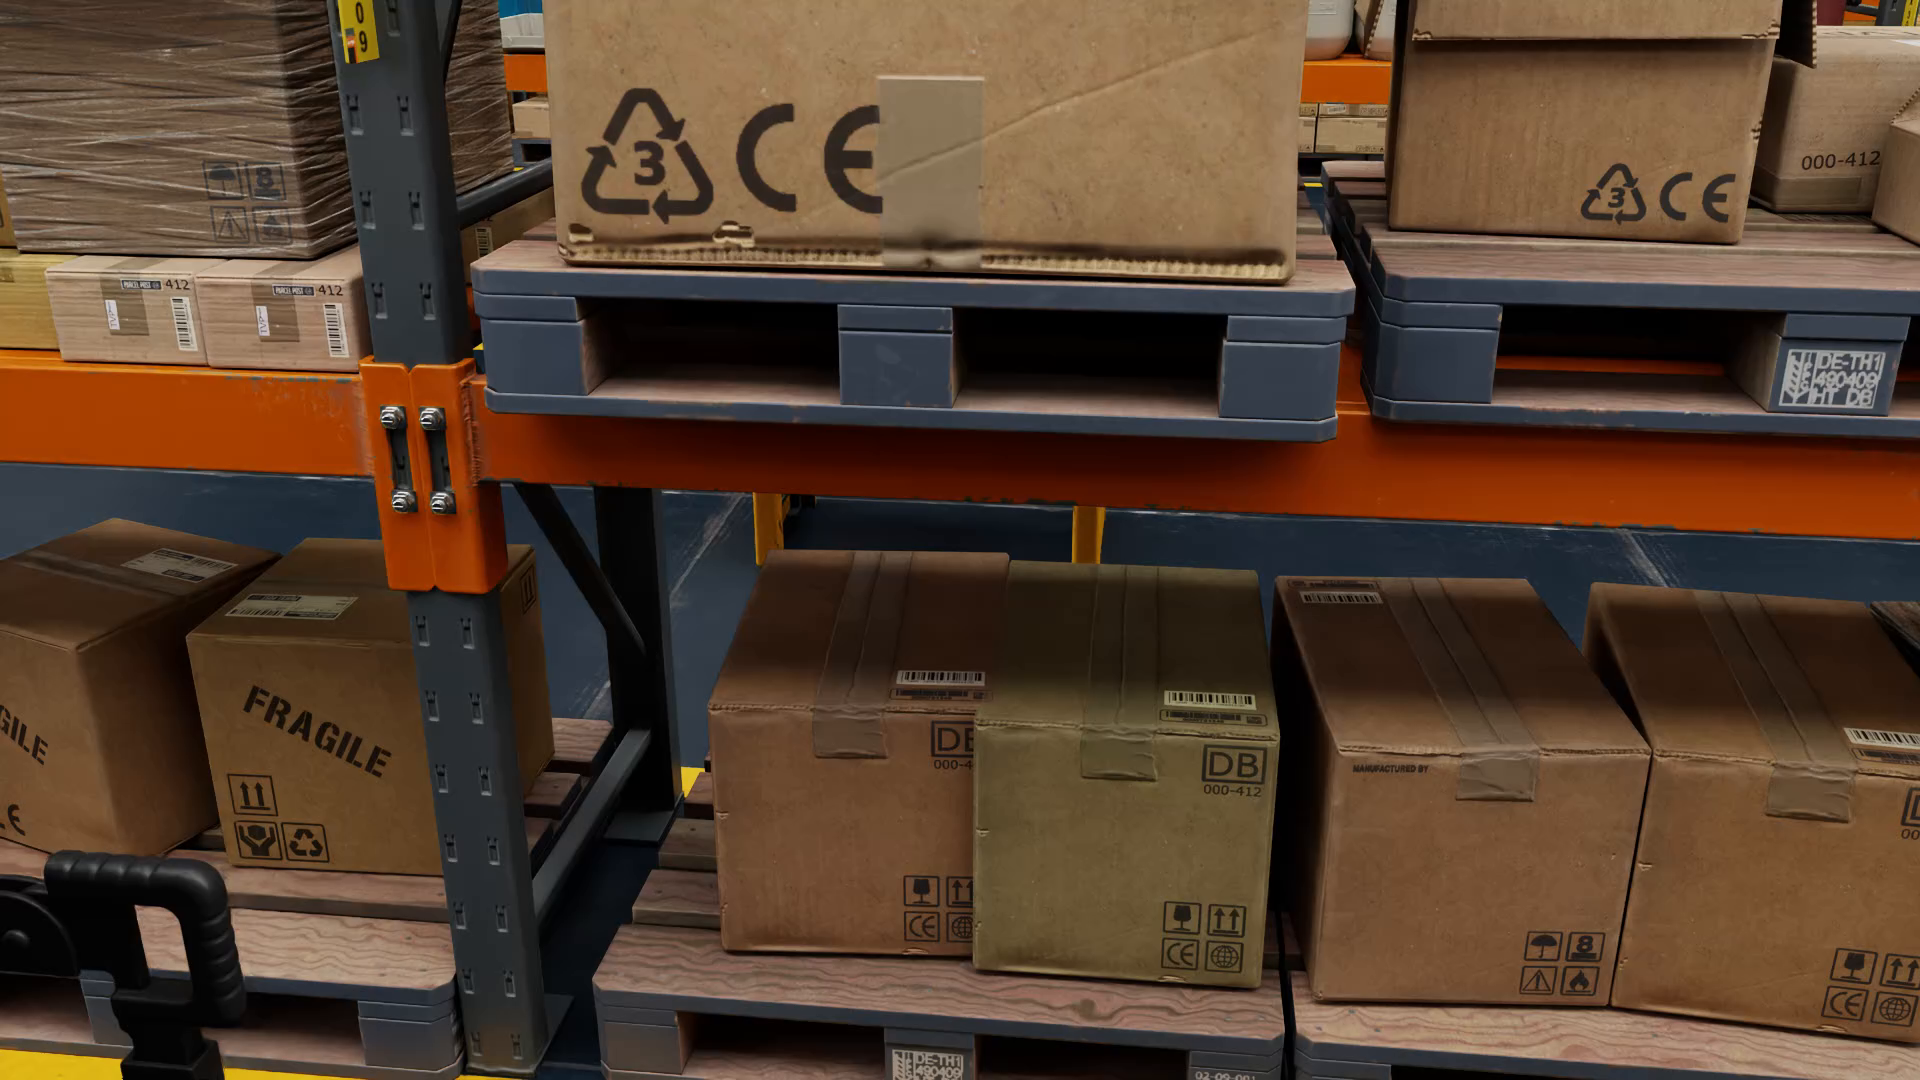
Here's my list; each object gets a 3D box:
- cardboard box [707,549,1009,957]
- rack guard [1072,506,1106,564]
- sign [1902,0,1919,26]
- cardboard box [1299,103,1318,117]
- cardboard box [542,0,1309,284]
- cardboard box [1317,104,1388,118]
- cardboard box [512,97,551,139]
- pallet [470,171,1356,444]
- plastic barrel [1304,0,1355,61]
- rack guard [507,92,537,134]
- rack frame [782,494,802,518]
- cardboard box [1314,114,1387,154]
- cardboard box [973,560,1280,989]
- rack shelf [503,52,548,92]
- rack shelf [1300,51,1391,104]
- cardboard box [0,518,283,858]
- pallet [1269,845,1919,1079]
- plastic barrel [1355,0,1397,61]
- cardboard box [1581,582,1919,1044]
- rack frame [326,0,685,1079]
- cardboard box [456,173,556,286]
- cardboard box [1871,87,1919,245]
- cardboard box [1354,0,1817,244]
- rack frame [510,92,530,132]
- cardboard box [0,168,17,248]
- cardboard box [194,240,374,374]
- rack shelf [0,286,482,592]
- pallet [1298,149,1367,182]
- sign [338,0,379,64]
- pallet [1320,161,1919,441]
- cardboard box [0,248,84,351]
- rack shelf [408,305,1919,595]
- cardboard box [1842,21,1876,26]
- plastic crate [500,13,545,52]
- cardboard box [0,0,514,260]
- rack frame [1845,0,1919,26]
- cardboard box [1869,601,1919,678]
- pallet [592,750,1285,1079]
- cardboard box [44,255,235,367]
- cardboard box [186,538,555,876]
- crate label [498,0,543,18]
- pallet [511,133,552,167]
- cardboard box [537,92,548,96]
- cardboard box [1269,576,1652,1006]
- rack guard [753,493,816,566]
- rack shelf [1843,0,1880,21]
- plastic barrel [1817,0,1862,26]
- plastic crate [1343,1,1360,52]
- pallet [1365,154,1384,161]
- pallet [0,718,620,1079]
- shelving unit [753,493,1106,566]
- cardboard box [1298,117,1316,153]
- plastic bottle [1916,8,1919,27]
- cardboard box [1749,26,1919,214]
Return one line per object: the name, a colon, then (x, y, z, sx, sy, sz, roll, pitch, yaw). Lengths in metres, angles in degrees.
cardboard box: (-0.162, 0.381, 3.197, 0.500, 0.500, 0.700, 1, 22, 2)
rack guard: (0.419, -0.098, 5.348, 0.087, 0.250, 0.587, 2, 22, 6)
sign: (3.728, -2.121, 6.503, 0.005, 0.325, 0.100, 2, 22, 6)
cardboard box: (2.308, -3.230, 11.937, 0.500, 0.311, 0.500, 3, 22, 8)
cardboard box: (0.003, -1.000, 2.502, 1.000, 1.000, 1.000, 3, 22, 7)
cardboard box: (2.805, -3.208, 11.880, 0.500, 0.311, 0.500, 2, 22, 6)
cardboard box: (-3.066, -3.213, 12.656, 0.500, 0.250, 0.500, 2, 22, 6)
pallet: (-0.028, -0.436, 2.723, 1.213, 0.211, 1.003, 2, 22, 6)
plastic barrel: (1.466, -2.329, 7.067, 0.433, 0.535, 0.433, 0, 22, 0)
rack guard: (-3.596, -3.239, 12.954, 0.348, 0.500, 1.175, 2, 22, 6)
rack frame: (-0.590, -0.723, 5.229, 0.032, 1.500, 0.500, 2, 22, 6)
cardboard box: (2.810, -2.949, 11.988, 0.500, 0.250, 0.500, 3, 22, 8)
cardboard box: (0.309, 0.409, 3.128, 0.500, 0.500, 0.700, 2, 22, 6)
rack shelf: (-2.173, -2.171, 7.831, 4.000, 0.370, 1.077, 2, 22, 6)
rack shelf: (1.800, -1.998, 7.393, 4.000, 0.370, 1.077, 2, 22, 6)
cardboard box: (-1.732, 0.302, 3.425, 0.500, 0.500, 0.500, 10, 24, 23)
pallet: (1.219, 0.771, 3.203, 1.213, 0.211, 1.003, 2, 22, 6)
plastic barrel: (1.896, -2.311, 7.020, 0.433, 0.535, 0.433, 0, 22, 0)
cardboard box: (1.419, 0.457, 3.006, 0.500, 0.500, 0.700, 4, 22, 11)
rack frame: (-0.769, -0.611, 2.906, 0.127, 3.000, 1.000, 2, 22, 6)
cardboard box: (-0.948, -0.613, 3.253, 0.250, 0.149, 0.380, 2, 22, 6)
cardboard box: (1.515, -0.544, 2.349, 0.258, 0.266, 0.396, 2, 22, 5)
cardboard box: (0.963, -0.813, 2.705, 0.637, 0.503, 0.797, 5, 22, 12)
rack frame: (-3.572, -4.401, 12.492, 0.127, 3.000, 1.000, 2, 22, 6)
cardboard box: (-1.701, -0.873, 3.026, 0.500, 0.500, 0.875, 2, 22, 6)
cardboard box: (-1.018, -0.396, 2.704, 0.250, 0.149, 0.380, 2, 22, 6)
rack shelf: (-2.756, -0.363, 3.257, 4.000, 0.370, 1.077, 2, 22, 6)
pallet: (2.351, -2.862, 12.391, 1.213, 0.211, 1.003, 2, 22, 6)
sign: (-0.826, -0.815, 2.245, 0.005, 0.325, 0.100, 2, 22, 6)
pallet: (1.232, -0.420, 2.682, 1.213, 0.211, 1.003, 2, 22, 6)
cardboard box: (-1.506, -0.443, 2.823, 0.250, 0.149, 0.380, 2, 22, 6)
rack shelf: (1.217, -0.190, 2.819, 4.000, 0.370, 1.077, 2, 22, 6)
cardboard box: (8.263, -4.867, 16.023, 0.750, 0.750, 0.750, 3, 22, 7)
plastic crate: (-1.829, -2.275, 7.472, 0.437, 0.136, 0.530, 2, 22, 6)
cardboard box: (-1.209, -0.838, 2.939, 0.500, 0.500, 0.875, 2, 22, 6)
rack frame: (3.786, -2.246, 7.042, 0.127, 3.000, 1.000, 2, 22, 6)
cardboard box: (1.983, 0.479, 2.950, 0.500, 0.500, 0.700, 1, 22, 2)
pallet: (0.004, 0.719, 3.335, 1.213, 0.211, 1.003, 2, 22, 6)
cardboard box: (-1.265, -0.411, 2.740, 0.250, 0.149, 0.380, 2, 22, 6)
cardboard box: (-1.162, 0.324, 3.369, 0.500, 0.500, 0.500, 2, 22, 5)
crate label: (-2.299, -2.628, 7.959, 0.616, 0.435, 0.502, 2, 22, 6)
pallet: (-2.808, -3.086, 12.959, 1.213, 0.211, 1.003, 2, 22, 6)
cardboard box: (-3.005, -3.752, 12.998, 0.500, 0.500, 0.500, 2, 22, 6)
cardboard box: (0.865, 0.433, 3.067, 0.500, 0.500, 0.700, 1, 22, 2)
rack guard: (-0.570, -0.141, 5.457, 0.087, 0.250, 0.587, 2, 22, 6)
rack shelf: (6.358, -3.634, 11.529, 4.000, 0.370, 1.077, 2, 22, 6)
plastic barrel: (3.289, -2.219, 6.788, 0.708, 0.536, 0.600, 2, 22, 6)
plastic crate: (1.576, -2.349, 7.589, 0.662, 0.188, 0.450, 2, 22, 6)
pallet: (3.559, -2.808, 12.255, 1.213, 0.211, 1.003, 2, 22, 6)
pallet: (-1.441, 0.669, 3.459, 1.213, 0.211, 1.003, 2, 22, 6)
shelving unit: (-0.076, -0.701, 5.172, 1.083, 1.500, 0.587, 2, 22, 6)
cardboard box: (2.299, -2.970, 12.041, 0.500, 0.250, 0.500, 3, 22, 7)
plastic bottle: (4.238, -2.330, 7.413, 0.133, 0.283, 0.061, 2, 22, 6)
cardboard box: (1.565, -0.720, 2.814, 0.500, 0.250, 0.500, 2, 22, 5)
